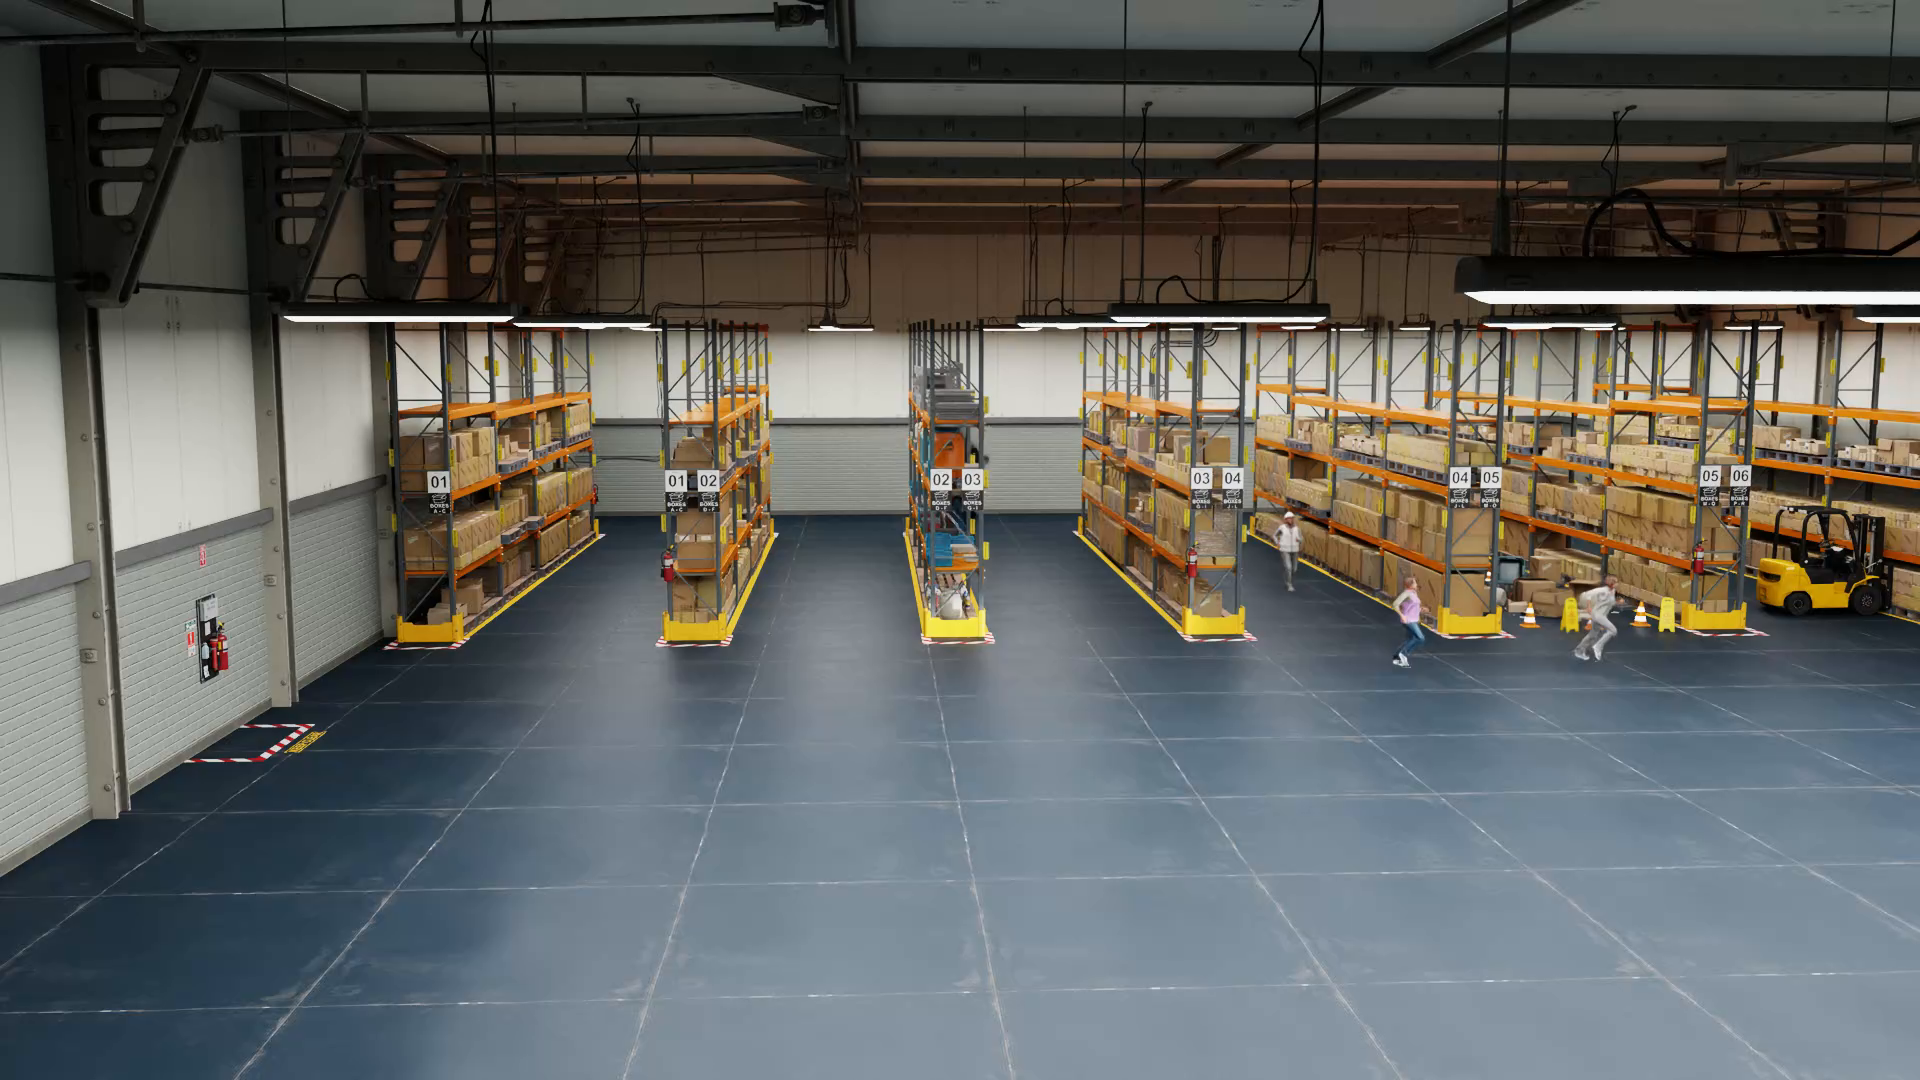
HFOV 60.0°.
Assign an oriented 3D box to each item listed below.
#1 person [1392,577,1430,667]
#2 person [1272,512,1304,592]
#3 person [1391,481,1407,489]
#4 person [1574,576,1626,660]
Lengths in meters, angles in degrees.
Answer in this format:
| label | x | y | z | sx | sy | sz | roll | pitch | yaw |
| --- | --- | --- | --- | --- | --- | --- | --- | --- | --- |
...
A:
| label | x | y | z | sx | sy | sz | roll | pitch | yaw |
| --- | --- | --- | --- | --- | --- | --- | --- | --- | --- |
| person | 7.743 | 1.411 | 28.545 | 0.621 | 1.565 | 0.517 | 4 | 8 | 30 |
| person | 7.375 | 0.244 | 37.298 | 0.667 | 1.750 | 0.915 | -1 | 7 | -8 |
| person | 12.988 | -1.268 | 49.540 | 0.824 | 1.801 | 0.745 | 1 | 7 | 9 |
| person | 11.175 | 1.362 | 29.042 | 0.823 | 1.523 | 0.526 | 5 | 8 | 33 |
